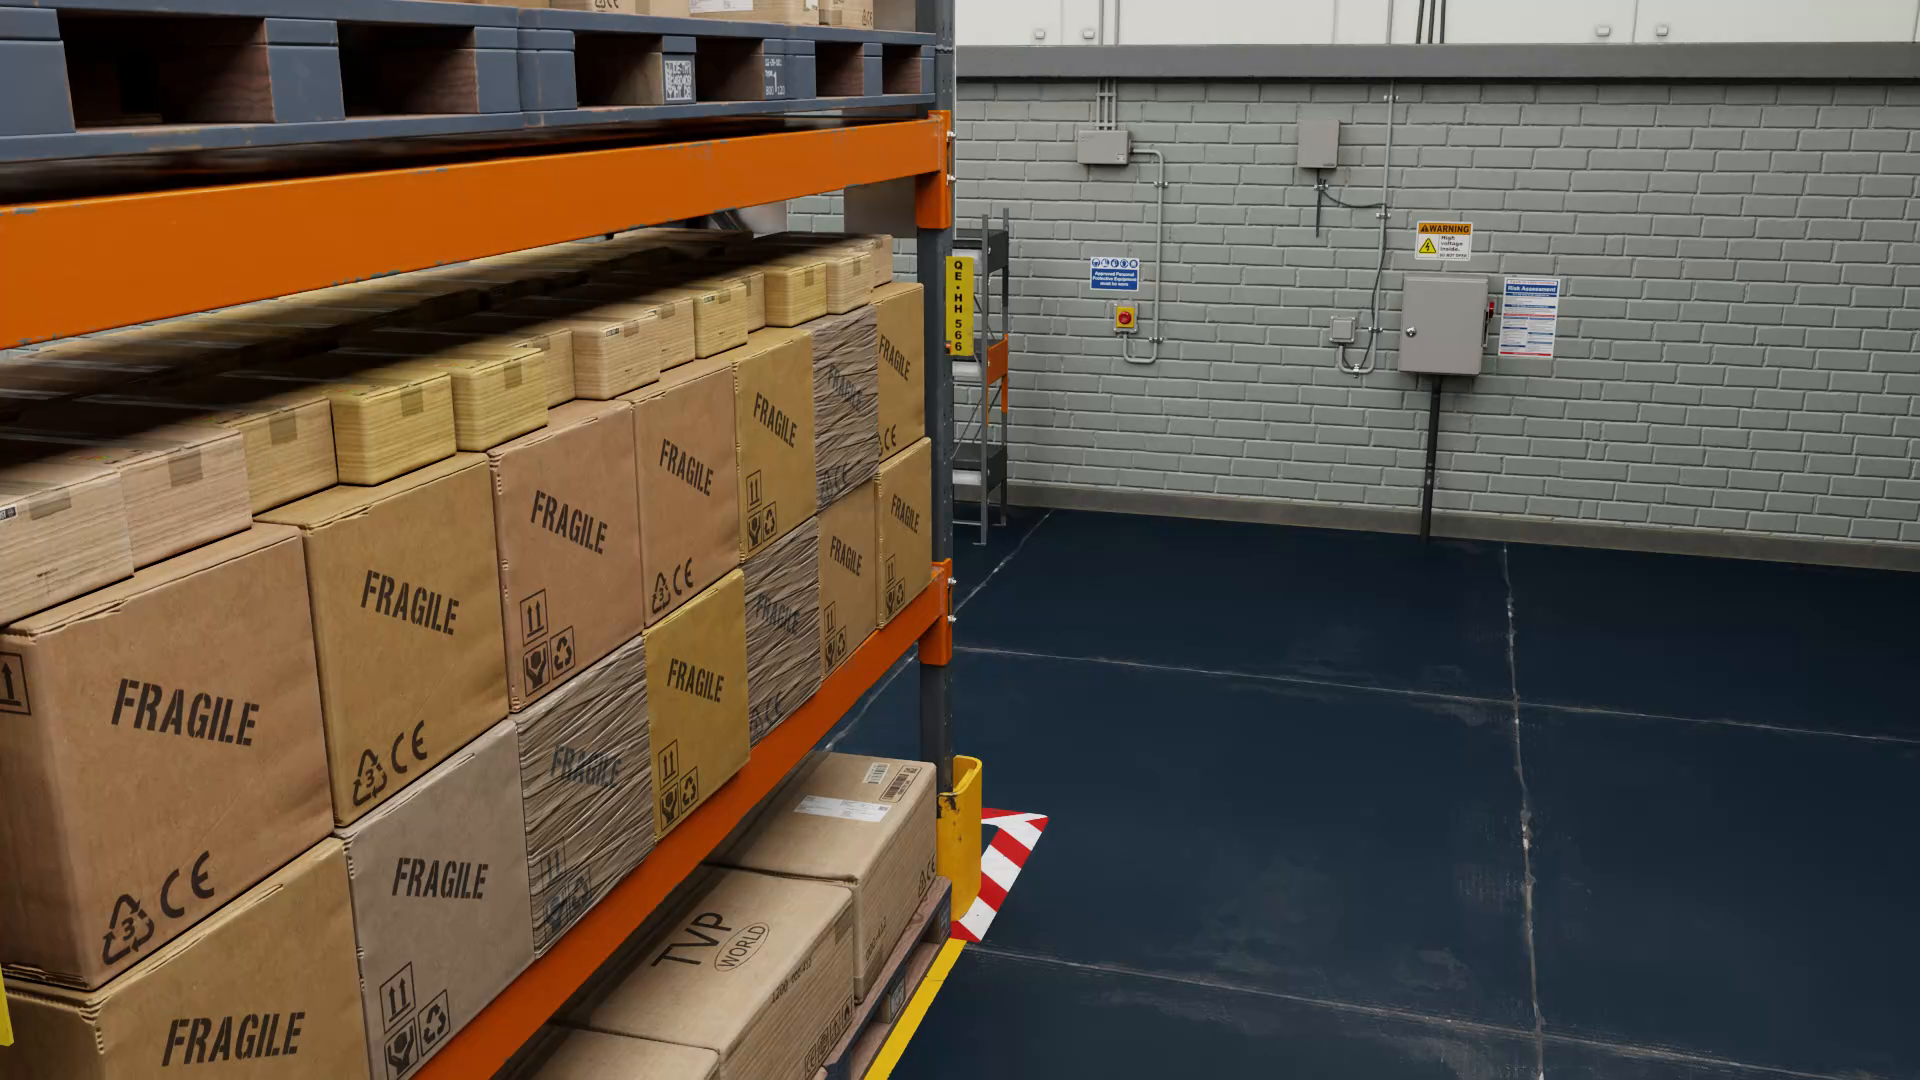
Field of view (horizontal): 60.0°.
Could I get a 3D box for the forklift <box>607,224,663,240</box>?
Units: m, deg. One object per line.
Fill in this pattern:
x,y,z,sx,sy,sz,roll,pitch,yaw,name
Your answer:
-2.077,-1.137,9.468,3.031,2.935,1.130,-6,17,-22,forklift

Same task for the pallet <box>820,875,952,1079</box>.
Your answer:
-0.673,1.409,5.474,1.003,0.211,1.213,5,16,16,pallet

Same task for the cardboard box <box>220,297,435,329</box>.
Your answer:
-1.396,-0.442,3.688,0.380,0.149,0.250,5,16,16,cardboard box

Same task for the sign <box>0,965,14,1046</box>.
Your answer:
-1.134,0.420,1.876,0.100,0.325,0.005,5,16,16,sign

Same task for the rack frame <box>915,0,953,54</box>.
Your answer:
-0.521,-3.034,5.034,1.000,3.000,0.127,5,16,16,rack frame

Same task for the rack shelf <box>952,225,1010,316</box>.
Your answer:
0.047,-1.714,10.508,0.431,0.518,0.480,5,16,16,rack shelf

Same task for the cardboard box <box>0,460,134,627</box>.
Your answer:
-1.319,-0.005,2.145,0.380,0.149,0.250,4,16,15,cardboard box

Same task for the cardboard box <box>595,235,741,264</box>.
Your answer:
-0.893,-0.843,5.101,0.380,0.149,0.250,5,17,17,cardboard box

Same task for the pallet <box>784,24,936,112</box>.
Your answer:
-0.721,-1.353,4.768,1.003,0.211,1.213,5,16,16,pallet

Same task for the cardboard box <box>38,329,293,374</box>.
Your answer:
-1.524,-0.308,3.215,0.380,0.149,0.250,4,16,15,cardboard box

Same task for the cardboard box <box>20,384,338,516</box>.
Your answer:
-1.229,-0.143,2.633,0.380,0.149,0.250,4,16,15,cardboard box

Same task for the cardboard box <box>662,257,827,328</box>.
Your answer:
-0.583,-0.674,4.505,0.380,0.149,0.250,5,17,17,cardboard box

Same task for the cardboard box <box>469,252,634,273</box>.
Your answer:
-1.134,-0.714,4.645,0.380,0.149,0.250,4,16,14,cardboard box

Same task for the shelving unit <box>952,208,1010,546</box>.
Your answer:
0.047,-1.053,10.696,0.431,2.100,0.503,5,16,16,shelving unit

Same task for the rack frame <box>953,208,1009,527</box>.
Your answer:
0.116,-1.117,10.921,0.400,2.100,0.015,5,16,16,rack frame

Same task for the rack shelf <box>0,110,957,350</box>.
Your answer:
-1.089,-0.721,3.696,1.077,0.370,4.000,5,16,16,rack shelf

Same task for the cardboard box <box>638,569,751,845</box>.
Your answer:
-0.832,0.353,3.906,0.500,0.500,0.500,5,17,18,cardboard box

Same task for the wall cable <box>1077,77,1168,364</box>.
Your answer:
1.059,-2.128,10.917,0.585,1.953,0.123,5,16,16,wall cable

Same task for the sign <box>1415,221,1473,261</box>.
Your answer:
3.038,-1.879,10.444,0.339,0.242,0.001,5,16,16,sign

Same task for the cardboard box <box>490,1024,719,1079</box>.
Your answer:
-1.122,1.539,3.831,0.875,0.438,0.875,4,16,14,cardboard box

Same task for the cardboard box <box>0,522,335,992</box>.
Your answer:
-1.290,0.264,2.386,0.500,0.500,0.500,5,17,16,cardboard box

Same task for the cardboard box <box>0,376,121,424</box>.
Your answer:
-1.616,-0.172,2.736,0.380,0.149,0.250,5,16,16,cardboard box

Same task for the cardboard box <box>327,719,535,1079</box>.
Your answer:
-1.126,0.617,2.974,0.500,0.500,0.500,5,17,16,cardboard box

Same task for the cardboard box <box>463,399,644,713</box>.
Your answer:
-0.984,-0.001,3.319,0.500,0.500,0.500,5,17,17,cardboard box

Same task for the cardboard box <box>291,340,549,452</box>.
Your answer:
-0.996,-0.271,3.082,0.380,0.149,0.250,4,16,14,cardboard box

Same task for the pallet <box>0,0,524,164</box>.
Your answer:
-1.415,-0.715,2.517,1.003,0.211,1.213,5,16,16,pallet

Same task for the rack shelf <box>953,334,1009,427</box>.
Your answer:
0.047,-1.040,10.699,0.431,0.518,0.480,5,16,16,rack shelf

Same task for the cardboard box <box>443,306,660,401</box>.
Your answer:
-0.868,-0.402,3.544,0.380,0.149,0.250,5,16,16,cardboard box

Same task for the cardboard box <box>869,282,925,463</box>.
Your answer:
-0.429,-0.532,5.193,0.500,0.500,0.500,5,17,18,cardboard box

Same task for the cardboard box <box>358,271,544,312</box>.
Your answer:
-1.270,-0.579,4.169,0.380,0.149,0.250,5,17,16,cardboard box

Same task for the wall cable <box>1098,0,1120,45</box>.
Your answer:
0.826,-4.544,10.358,0.463,3.000,0.029,5,16,16,wall cable

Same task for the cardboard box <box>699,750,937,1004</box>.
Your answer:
-0.612,1.064,5.509,0.875,0.438,0.875,4,16,14,cardboard box

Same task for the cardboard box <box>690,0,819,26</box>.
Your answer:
-0.605,-1.479,4.558,0.380,0.149,0.250,3,16,12,cardboard box

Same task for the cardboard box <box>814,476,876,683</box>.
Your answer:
-0.561,0.081,4.863,0.500,0.500,0.500,4,16,15,cardboard box

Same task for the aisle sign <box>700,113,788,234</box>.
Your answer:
-0.778,-1.439,5.643,0.394,0.787,0.004,5,16,16,aisle sign

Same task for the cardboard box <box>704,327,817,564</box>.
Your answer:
-0.693,-0.264,4.247,0.500,0.500,0.500,5,16,16,cardboard box

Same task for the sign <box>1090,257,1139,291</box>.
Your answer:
1.031,-1.774,11.093,0.327,0.218,0.001,5,16,16,sign

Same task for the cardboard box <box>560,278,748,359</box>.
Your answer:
-0.741,-0.541,4.036,0.380,0.149,0.250,5,17,17,cardboard box

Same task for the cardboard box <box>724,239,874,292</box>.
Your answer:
-0.480,-0.811,4.987,0.380,0.149,0.250,5,17,17,cardboard box

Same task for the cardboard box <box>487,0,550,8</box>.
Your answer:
-1.237,-1.373,3.540,0.500,0.500,0.500,5,17,17,cardboard box
